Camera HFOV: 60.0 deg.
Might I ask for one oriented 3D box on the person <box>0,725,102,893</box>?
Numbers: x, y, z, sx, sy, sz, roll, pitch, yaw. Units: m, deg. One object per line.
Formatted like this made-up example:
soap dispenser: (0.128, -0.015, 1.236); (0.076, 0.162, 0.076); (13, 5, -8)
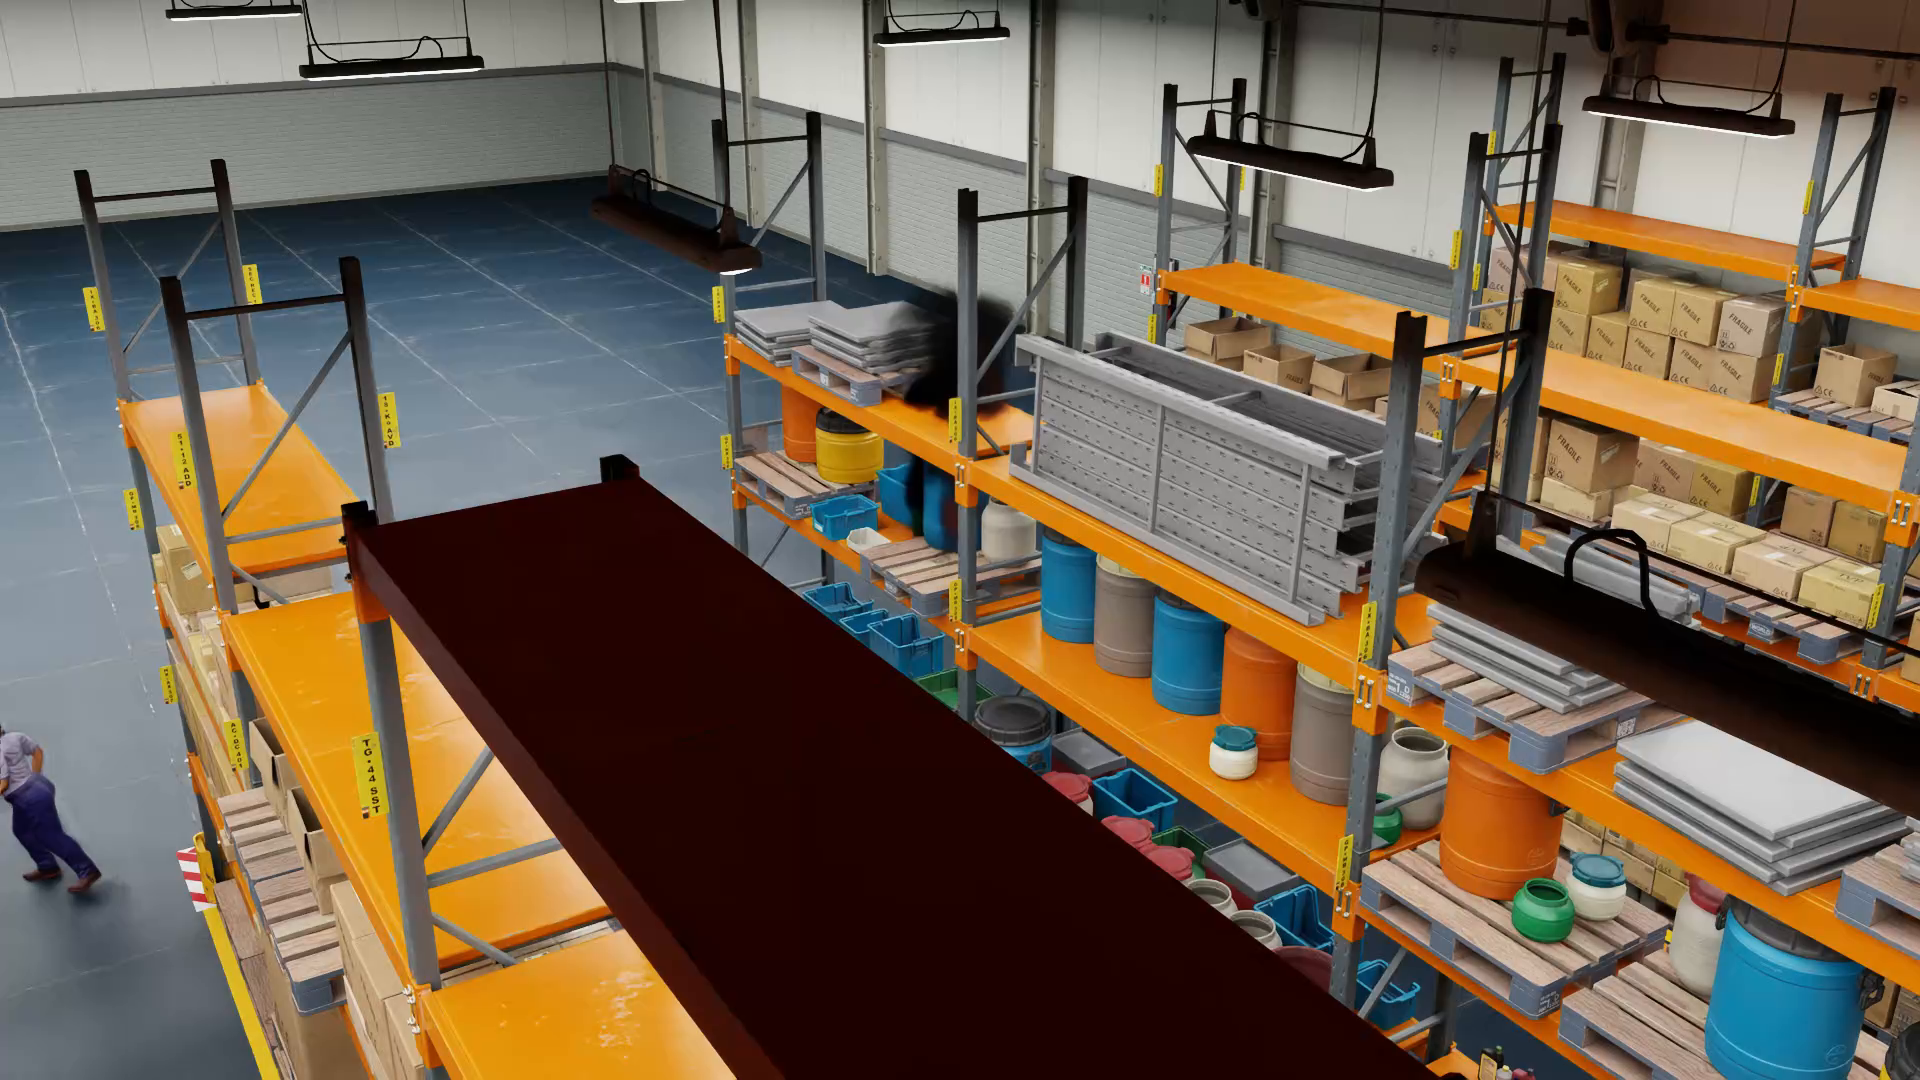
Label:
person: (-7.747, 2.192, 13.872); (0.872, 1.571, 0.673); (-6, 23, -15)
